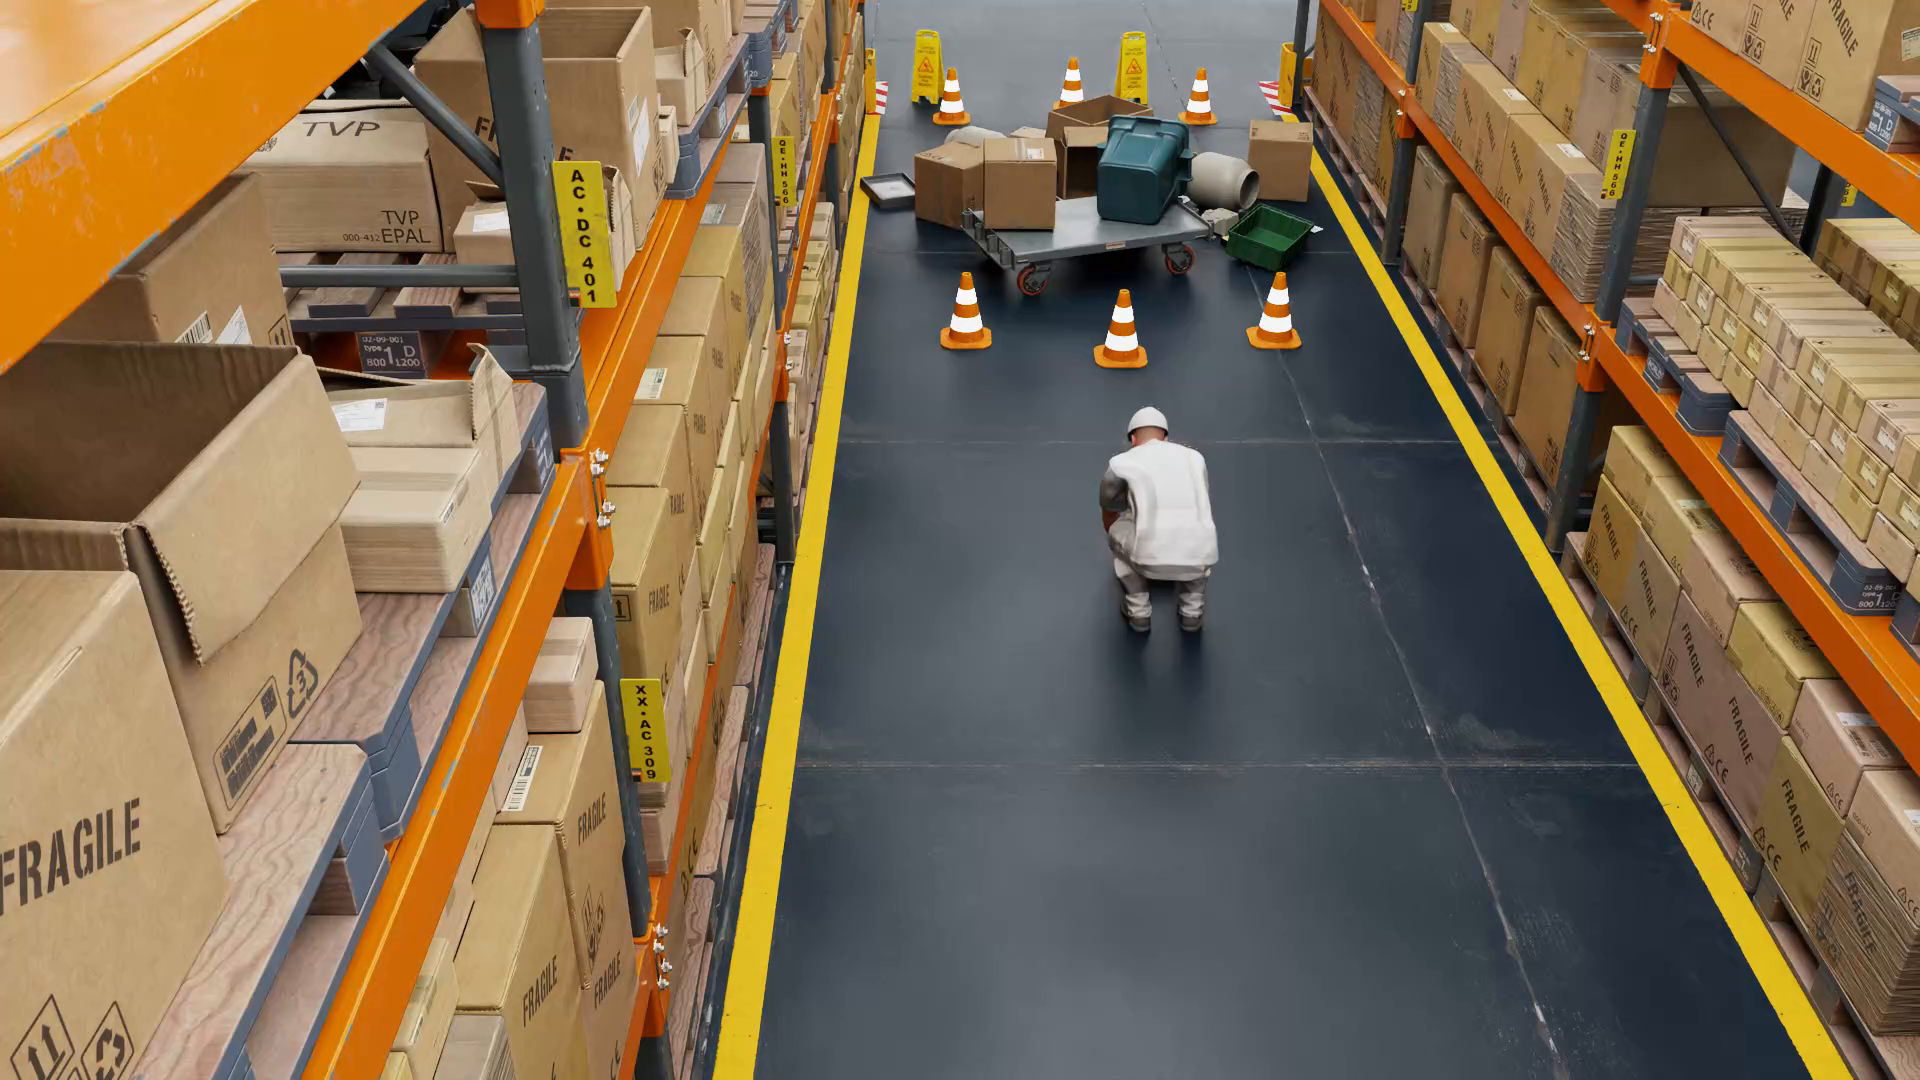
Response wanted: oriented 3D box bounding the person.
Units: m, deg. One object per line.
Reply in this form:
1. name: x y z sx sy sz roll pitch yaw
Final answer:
1. person: 13.379 -4.300 15.071 25.488 0.886 17.059 0 31 0
